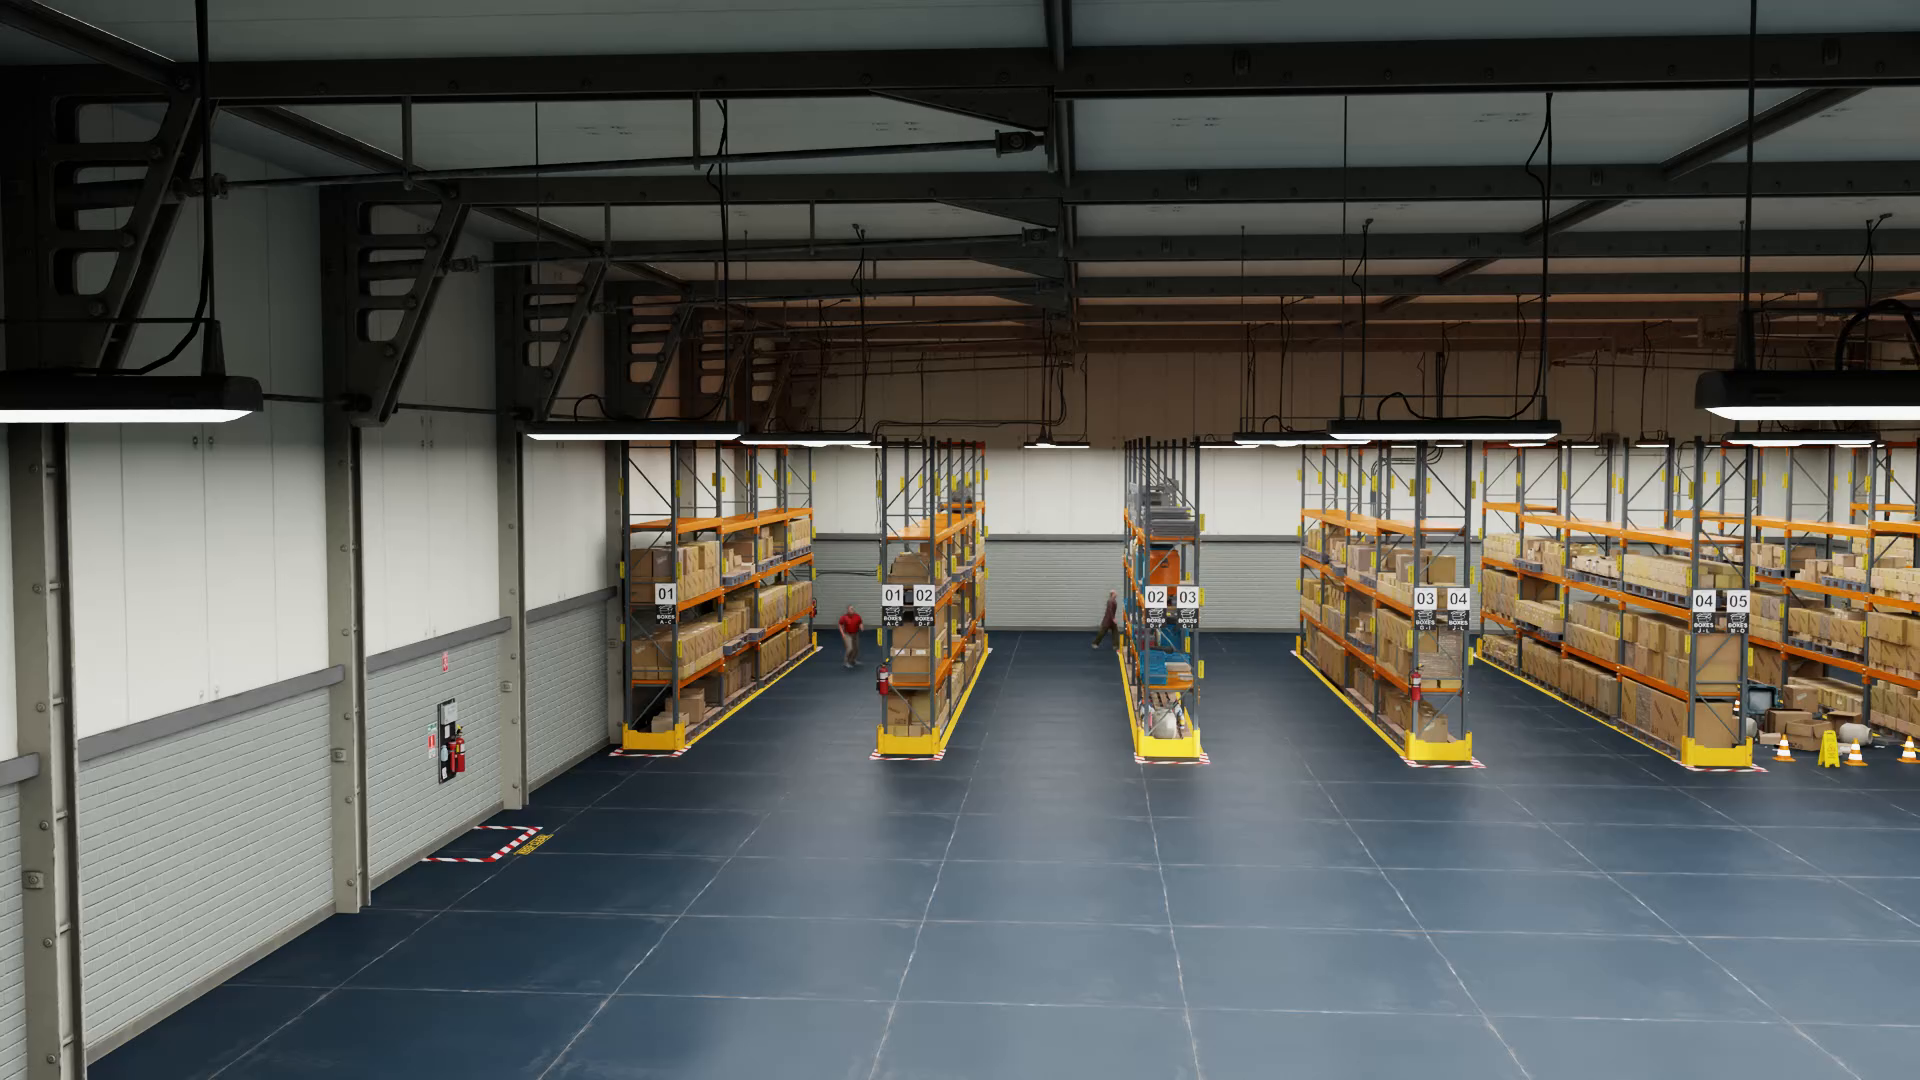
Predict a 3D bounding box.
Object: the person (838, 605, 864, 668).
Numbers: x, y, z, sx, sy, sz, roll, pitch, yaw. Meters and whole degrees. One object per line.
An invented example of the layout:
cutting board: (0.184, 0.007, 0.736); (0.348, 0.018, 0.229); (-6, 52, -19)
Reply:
person: (-2.842, 2.559, 44.156); (0.703, 1.675, 0.822); (-2, 4, -35)

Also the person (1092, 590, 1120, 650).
person: (4.284, 2.301, 48.028); (0.946, 1.748, 0.737); (1, 3, 13)
